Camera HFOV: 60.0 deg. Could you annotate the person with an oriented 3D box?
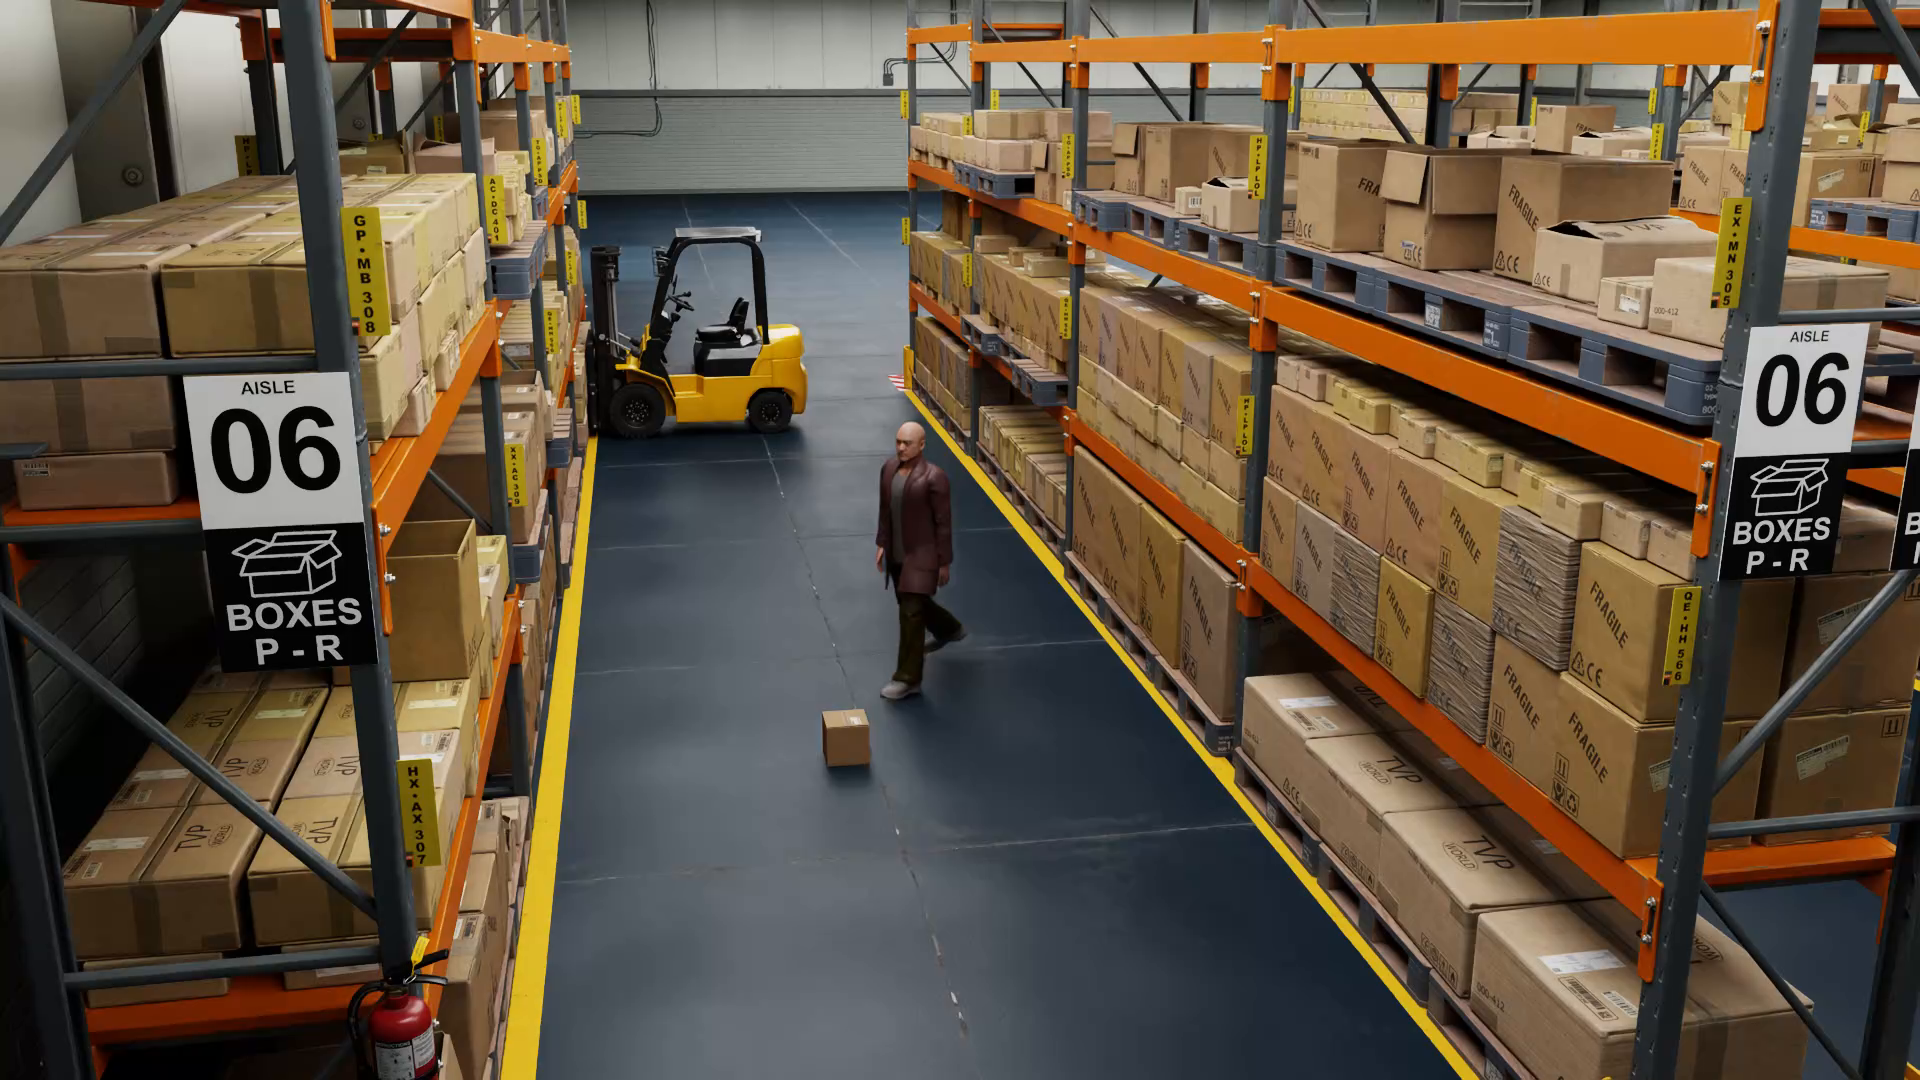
[{"bbox_3d":[-0.262,0.077,10.783,0.976,1.758,0.598,-15,22,-42],"label":"person"}]
